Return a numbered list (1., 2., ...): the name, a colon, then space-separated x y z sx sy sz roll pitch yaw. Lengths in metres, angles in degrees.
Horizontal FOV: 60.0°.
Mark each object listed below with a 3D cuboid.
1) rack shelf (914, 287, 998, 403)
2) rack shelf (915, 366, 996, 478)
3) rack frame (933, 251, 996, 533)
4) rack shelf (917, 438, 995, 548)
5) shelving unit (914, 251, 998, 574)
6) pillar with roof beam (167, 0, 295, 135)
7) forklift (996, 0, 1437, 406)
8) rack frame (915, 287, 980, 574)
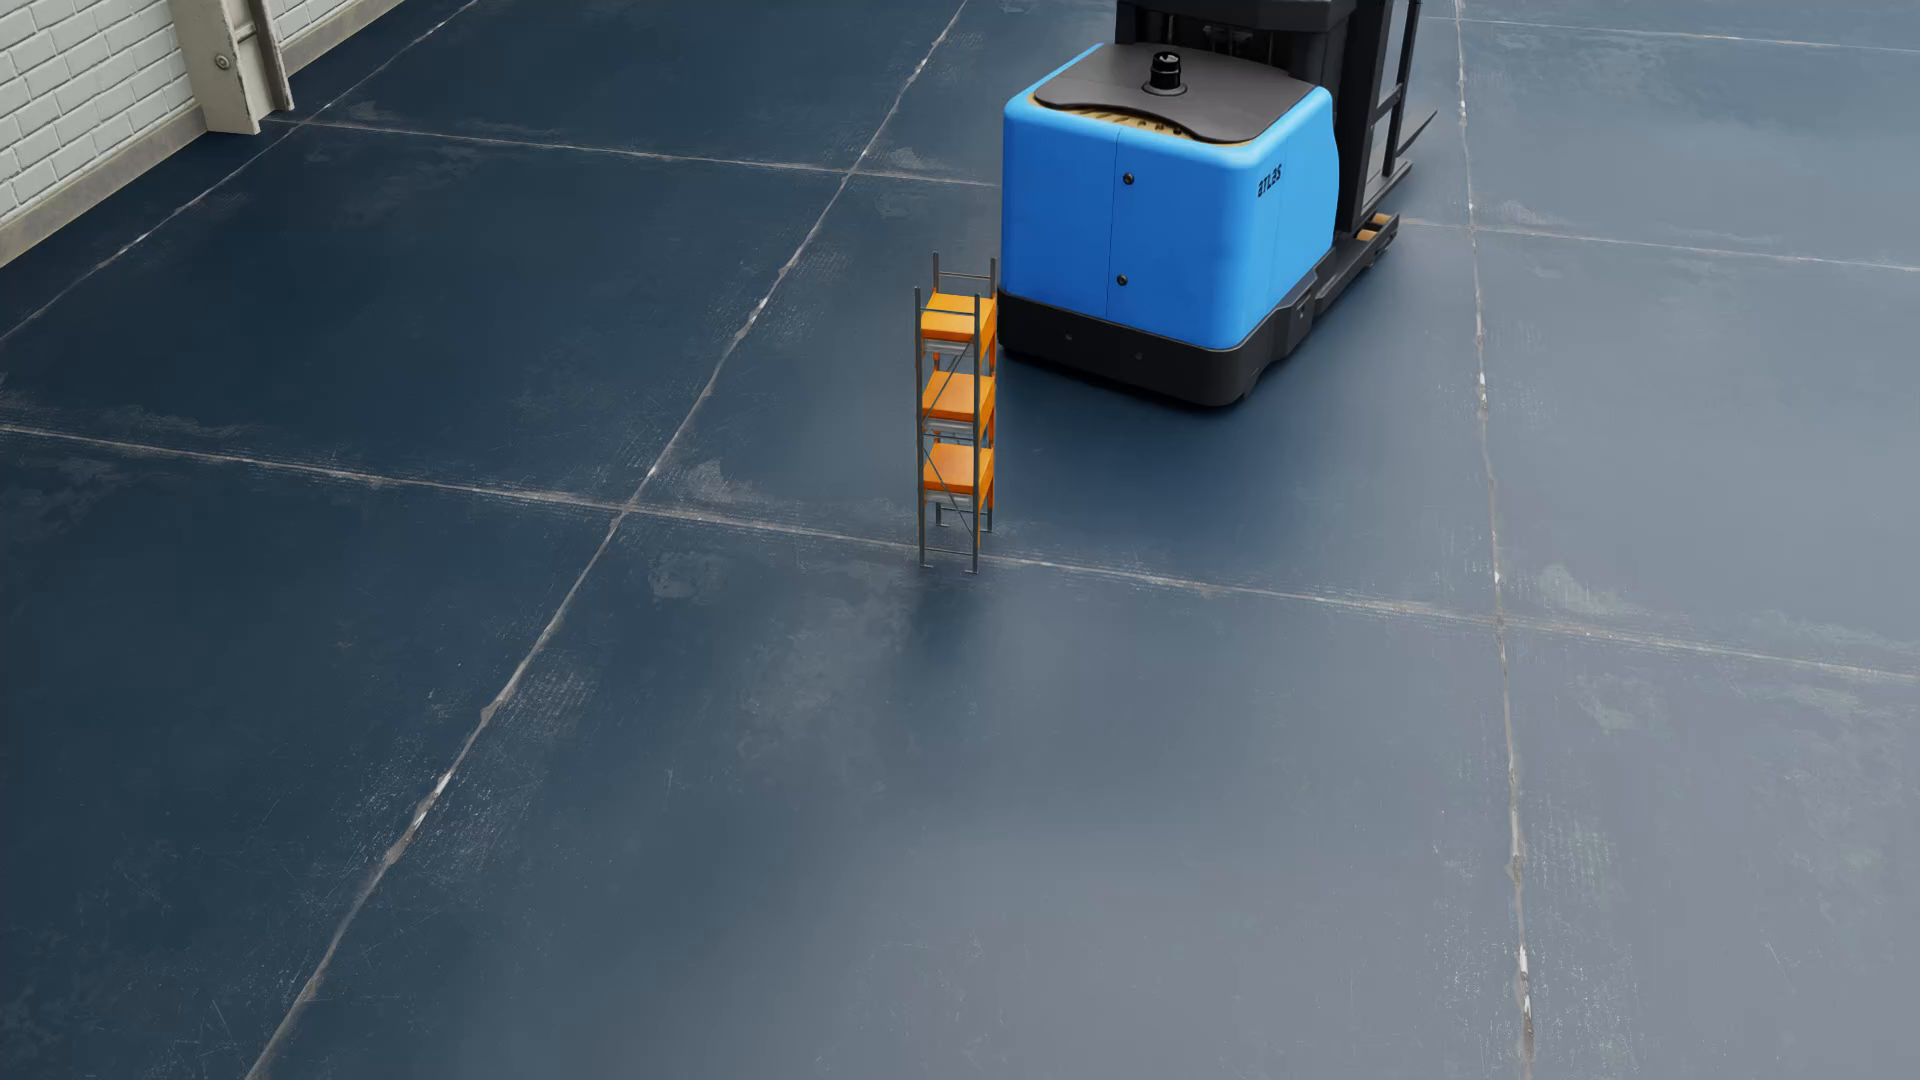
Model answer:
1. rack shelf: -0.011 -0.616 5.239 0.215 0.259 0.240 7 37 10
2. rack shelf: -0.011 -0.386 5.406 0.215 0.259 0.240 7 37 10
3. rack frame: 0.015 -0.464 5.496 0.200 1.050 0.008 7 37 10
4. rack shelf: -0.011 -0.161 5.569 0.215 0.259 0.240 7 37 10
5. shelving unit: -0.011 -0.394 5.400 0.215 1.050 0.252 7 37 10
6. pillar with roof beam: 0.425 -5.347 5.460 9.100 9.000 0.400 7 37 10
7. forklift: 1.337 -2.533 6.748 1.130 2.935 3.031 19 40 25
8. rack frame: -0.038 -0.324 5.303 0.200 1.050 0.008 7 37 10
